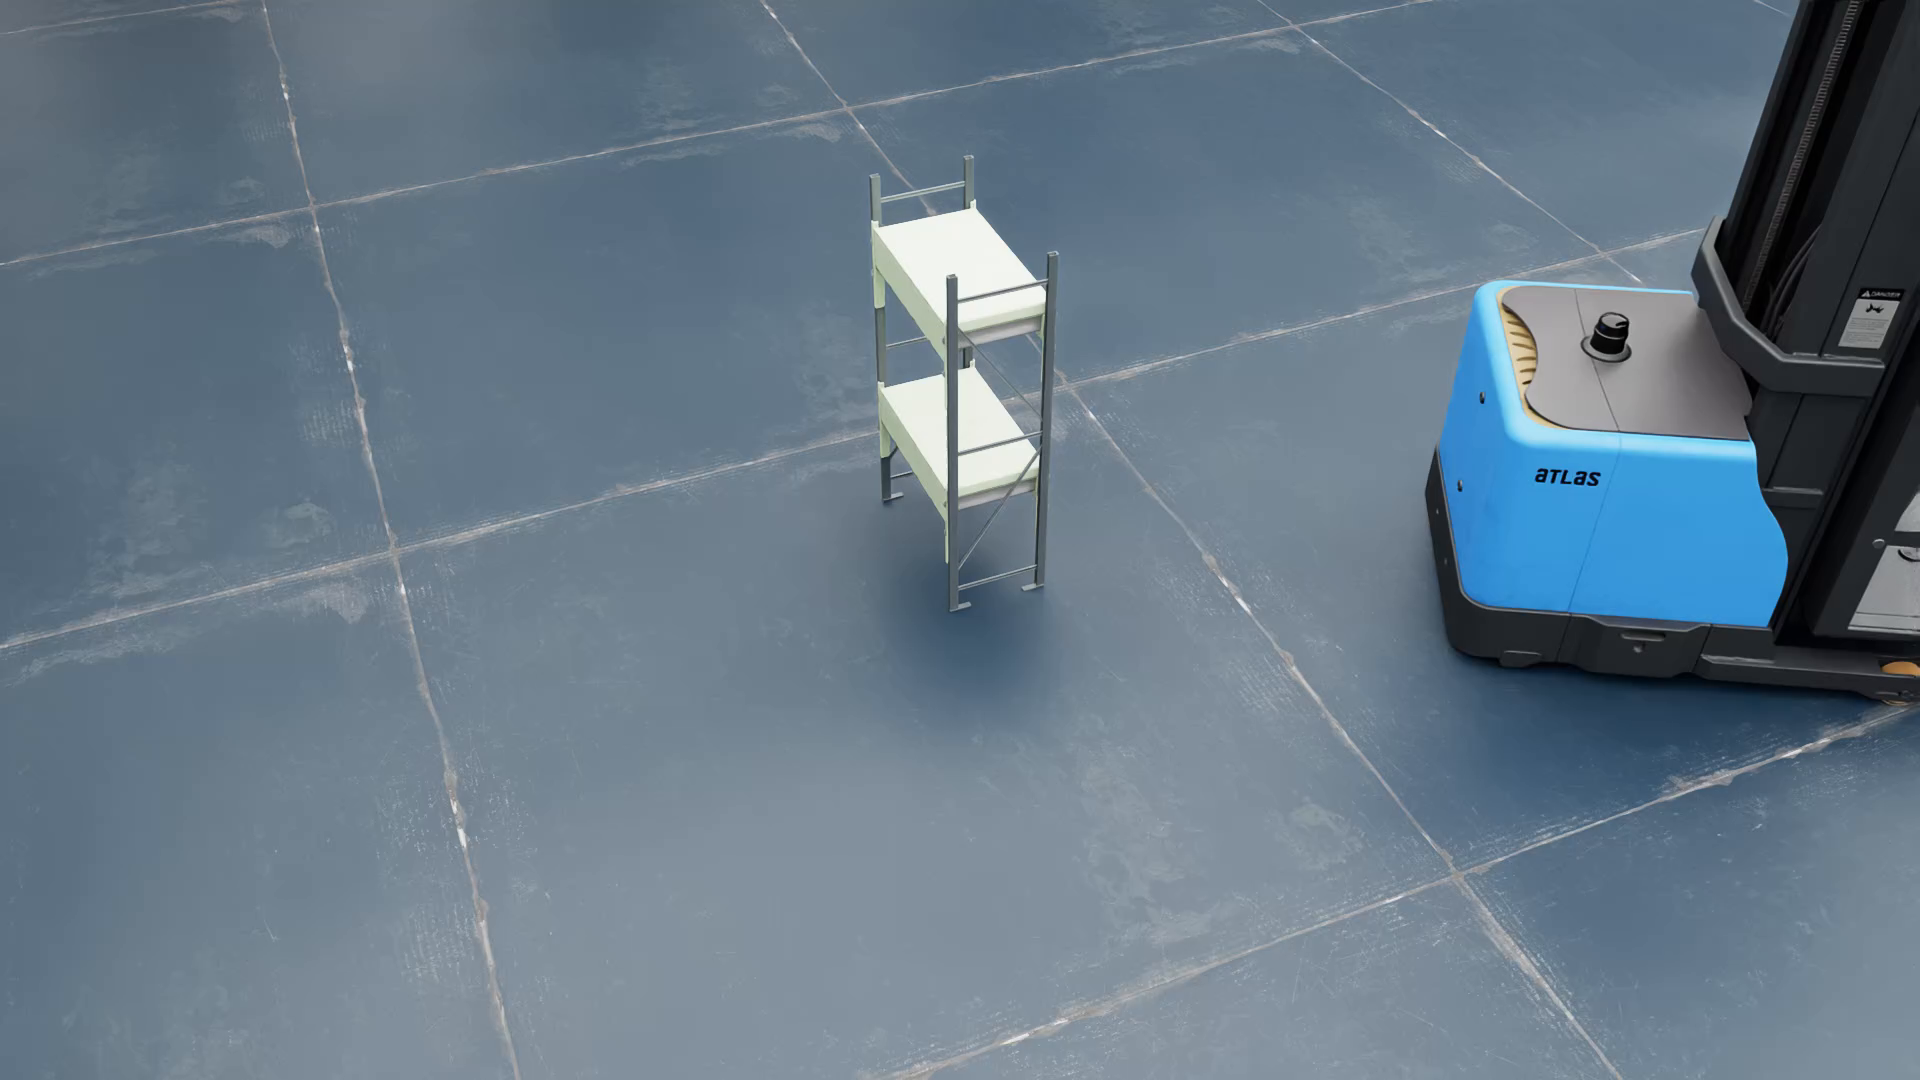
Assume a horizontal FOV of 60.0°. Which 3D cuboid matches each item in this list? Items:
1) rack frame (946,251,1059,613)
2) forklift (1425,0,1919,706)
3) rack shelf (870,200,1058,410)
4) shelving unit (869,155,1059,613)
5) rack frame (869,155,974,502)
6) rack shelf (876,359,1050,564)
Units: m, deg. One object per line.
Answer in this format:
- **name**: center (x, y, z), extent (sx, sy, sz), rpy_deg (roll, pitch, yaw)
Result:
- **rack frame**: center (0.143, -0.344, 6.000), extent (0.400, 1.500, 0.023), rpy_deg (-15, 43, -17)
- **forklift**: center (3.376, -0.863, 5.506), extent (3.031, 2.935, 1.130), rpy_deg (4, 41, 5)
- **rack shelf**: center (0.003, -0.861, 6.002), extent (0.431, 0.370, 0.720), rpy_deg (-15, 43, -17)
- **shelving unit**: center (0.003, -0.565, 6.256), extent (0.431, 1.500, 0.755), rpy_deg (-15, 43, -17)
- **rack frame**: center (-0.137, -0.785, 6.513), extent (0.400, 1.500, 0.023), rpy_deg (-15, 43, -17)
- **rack shelf**: center (0.003, -0.317, 6.469), extent (0.431, 0.370, 0.720), rpy_deg (-15, 43, -17)
